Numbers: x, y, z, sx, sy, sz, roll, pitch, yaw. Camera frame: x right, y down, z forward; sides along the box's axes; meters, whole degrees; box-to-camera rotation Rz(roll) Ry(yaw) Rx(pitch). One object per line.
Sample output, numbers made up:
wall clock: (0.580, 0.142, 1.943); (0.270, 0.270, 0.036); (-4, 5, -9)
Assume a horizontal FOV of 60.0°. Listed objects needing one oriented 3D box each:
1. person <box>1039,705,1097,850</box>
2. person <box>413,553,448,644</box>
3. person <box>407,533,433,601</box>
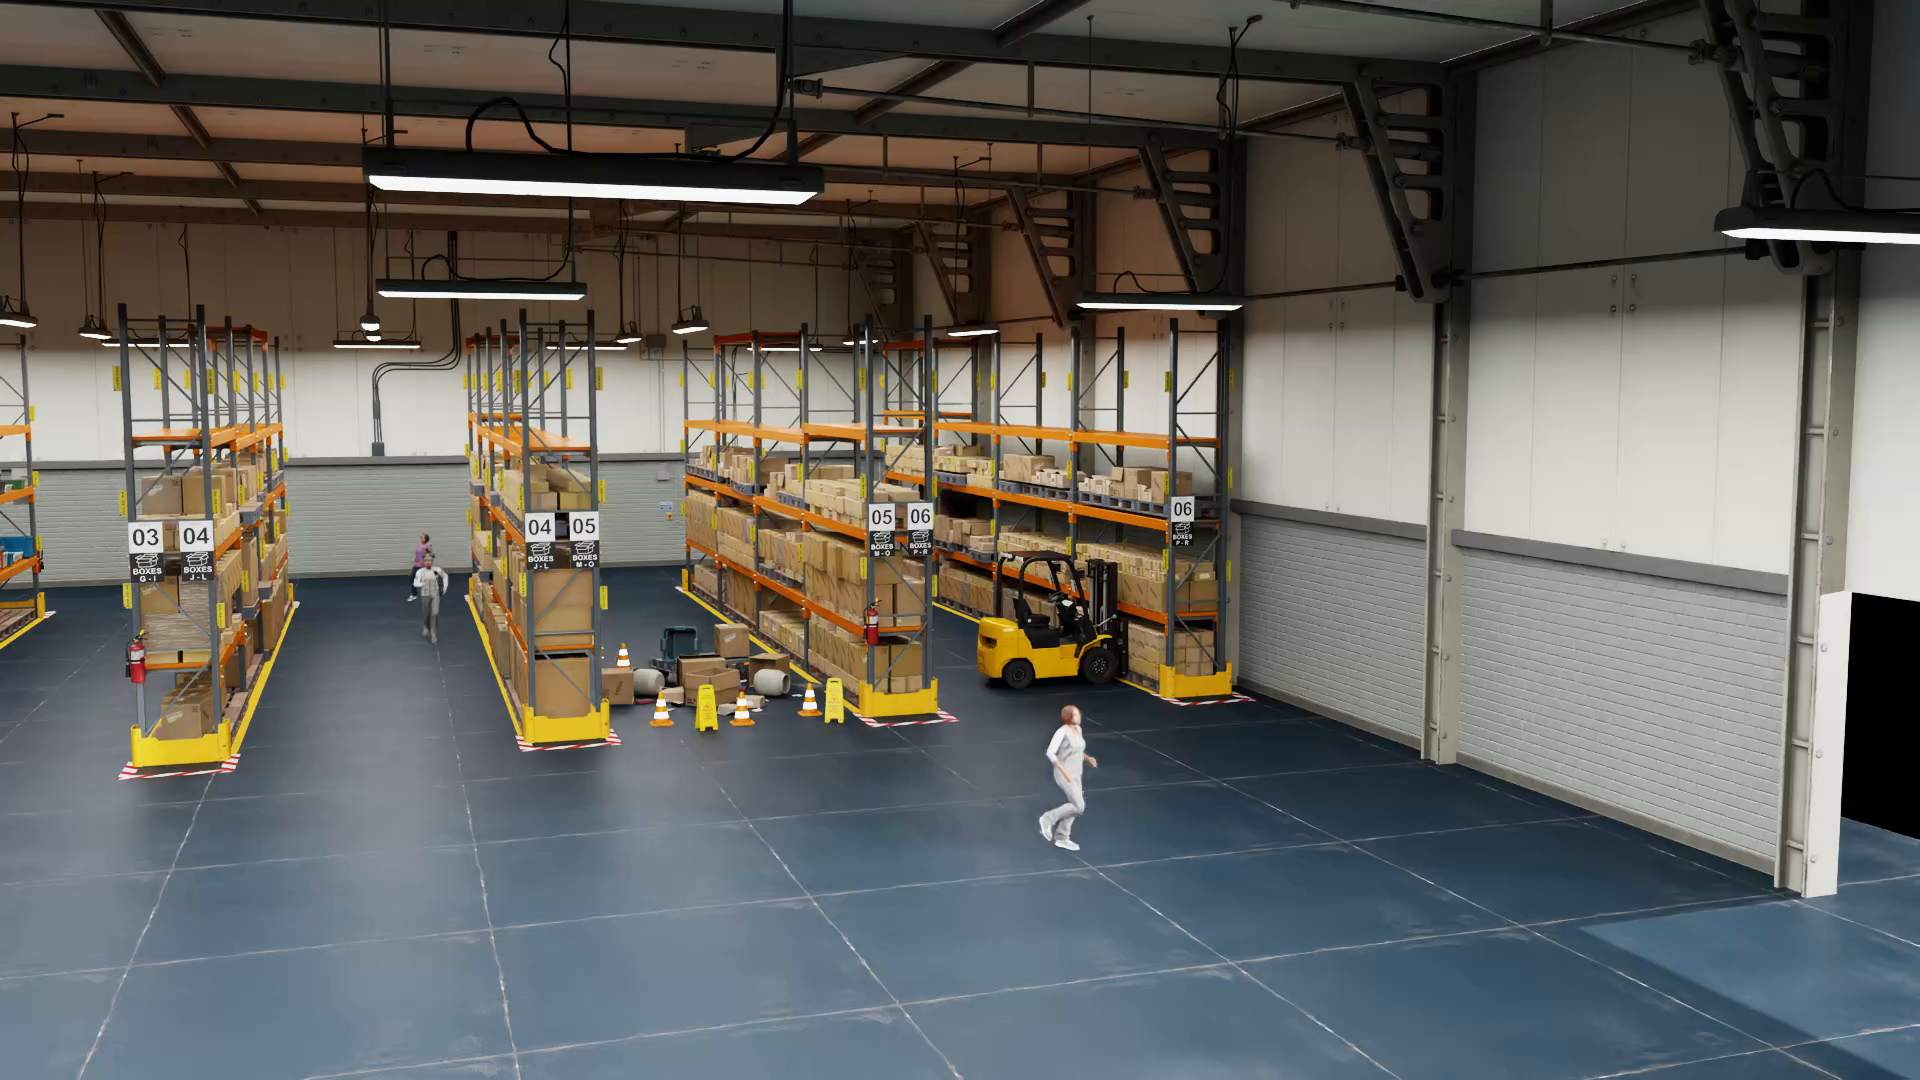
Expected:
person: (1.174, 2.542, 17.871); (0.569, 1.569, 0.527); (3, 6, 29)
person: (-10.246, 1.114, 32.216); (0.623, 1.727, 0.883); (-1, 6, -14)
person: (-12.357, 0.615, 38.267); (0.583, 1.549, 0.593); (2, 6, 23)
